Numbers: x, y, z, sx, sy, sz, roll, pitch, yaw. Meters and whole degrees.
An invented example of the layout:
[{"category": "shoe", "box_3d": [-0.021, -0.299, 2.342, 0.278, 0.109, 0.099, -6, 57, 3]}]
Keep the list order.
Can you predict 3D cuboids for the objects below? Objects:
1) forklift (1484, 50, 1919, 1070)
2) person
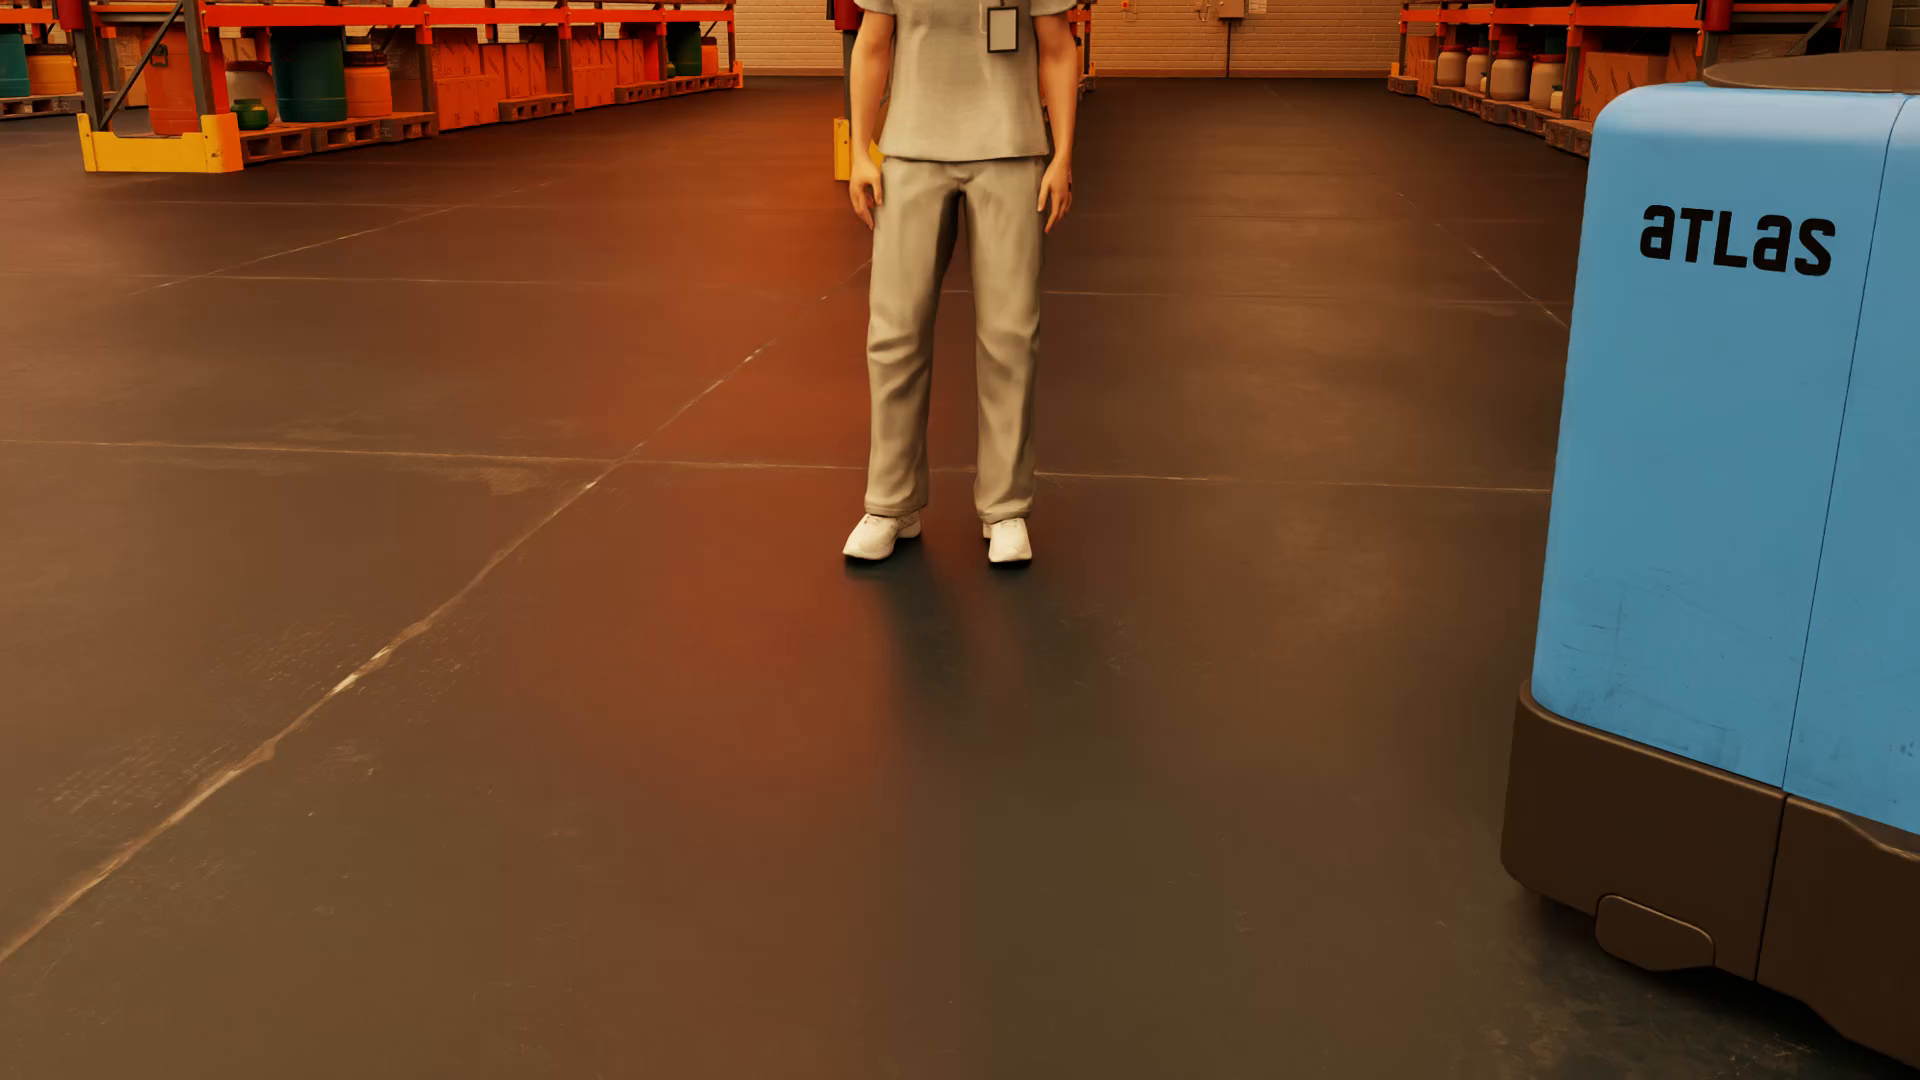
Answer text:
[{"category": "forklift", "box_3d": [2.057, -0.666, 1.063, 1.130, 2.935, 3.031, -15, 23, -39]}, {"category": "person", "box_3d": [0.001, -0.785, 3.538, 0.495, 1.672, 0.361, 2, 18, 5]}]
